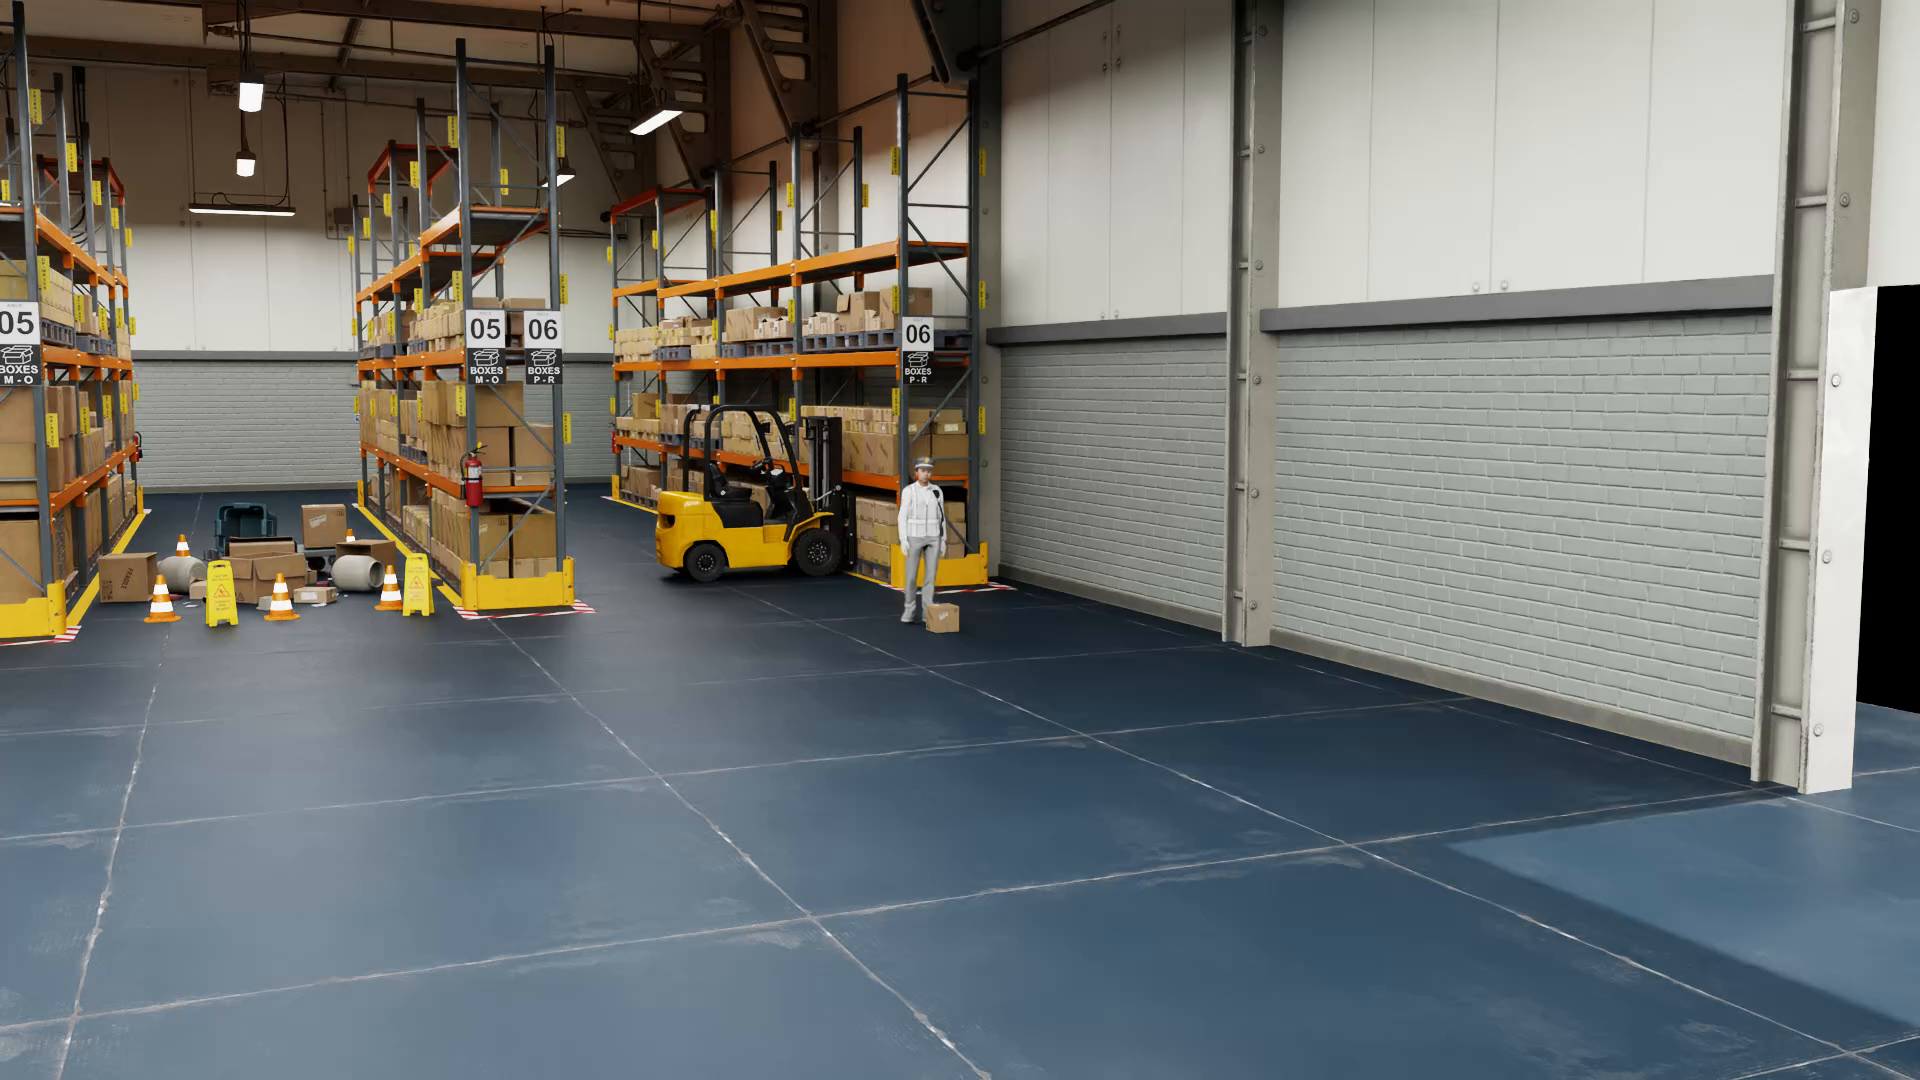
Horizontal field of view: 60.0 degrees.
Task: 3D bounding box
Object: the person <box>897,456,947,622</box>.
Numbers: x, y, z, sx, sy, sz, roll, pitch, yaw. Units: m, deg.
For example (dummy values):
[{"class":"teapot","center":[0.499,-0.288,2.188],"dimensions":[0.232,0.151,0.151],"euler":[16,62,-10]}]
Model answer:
[{"class":"person","center":[-0.373,-0.006,16.765],"dimensions":[0.514,1.676,0.421],"euler":[-2,6,-17]}]
